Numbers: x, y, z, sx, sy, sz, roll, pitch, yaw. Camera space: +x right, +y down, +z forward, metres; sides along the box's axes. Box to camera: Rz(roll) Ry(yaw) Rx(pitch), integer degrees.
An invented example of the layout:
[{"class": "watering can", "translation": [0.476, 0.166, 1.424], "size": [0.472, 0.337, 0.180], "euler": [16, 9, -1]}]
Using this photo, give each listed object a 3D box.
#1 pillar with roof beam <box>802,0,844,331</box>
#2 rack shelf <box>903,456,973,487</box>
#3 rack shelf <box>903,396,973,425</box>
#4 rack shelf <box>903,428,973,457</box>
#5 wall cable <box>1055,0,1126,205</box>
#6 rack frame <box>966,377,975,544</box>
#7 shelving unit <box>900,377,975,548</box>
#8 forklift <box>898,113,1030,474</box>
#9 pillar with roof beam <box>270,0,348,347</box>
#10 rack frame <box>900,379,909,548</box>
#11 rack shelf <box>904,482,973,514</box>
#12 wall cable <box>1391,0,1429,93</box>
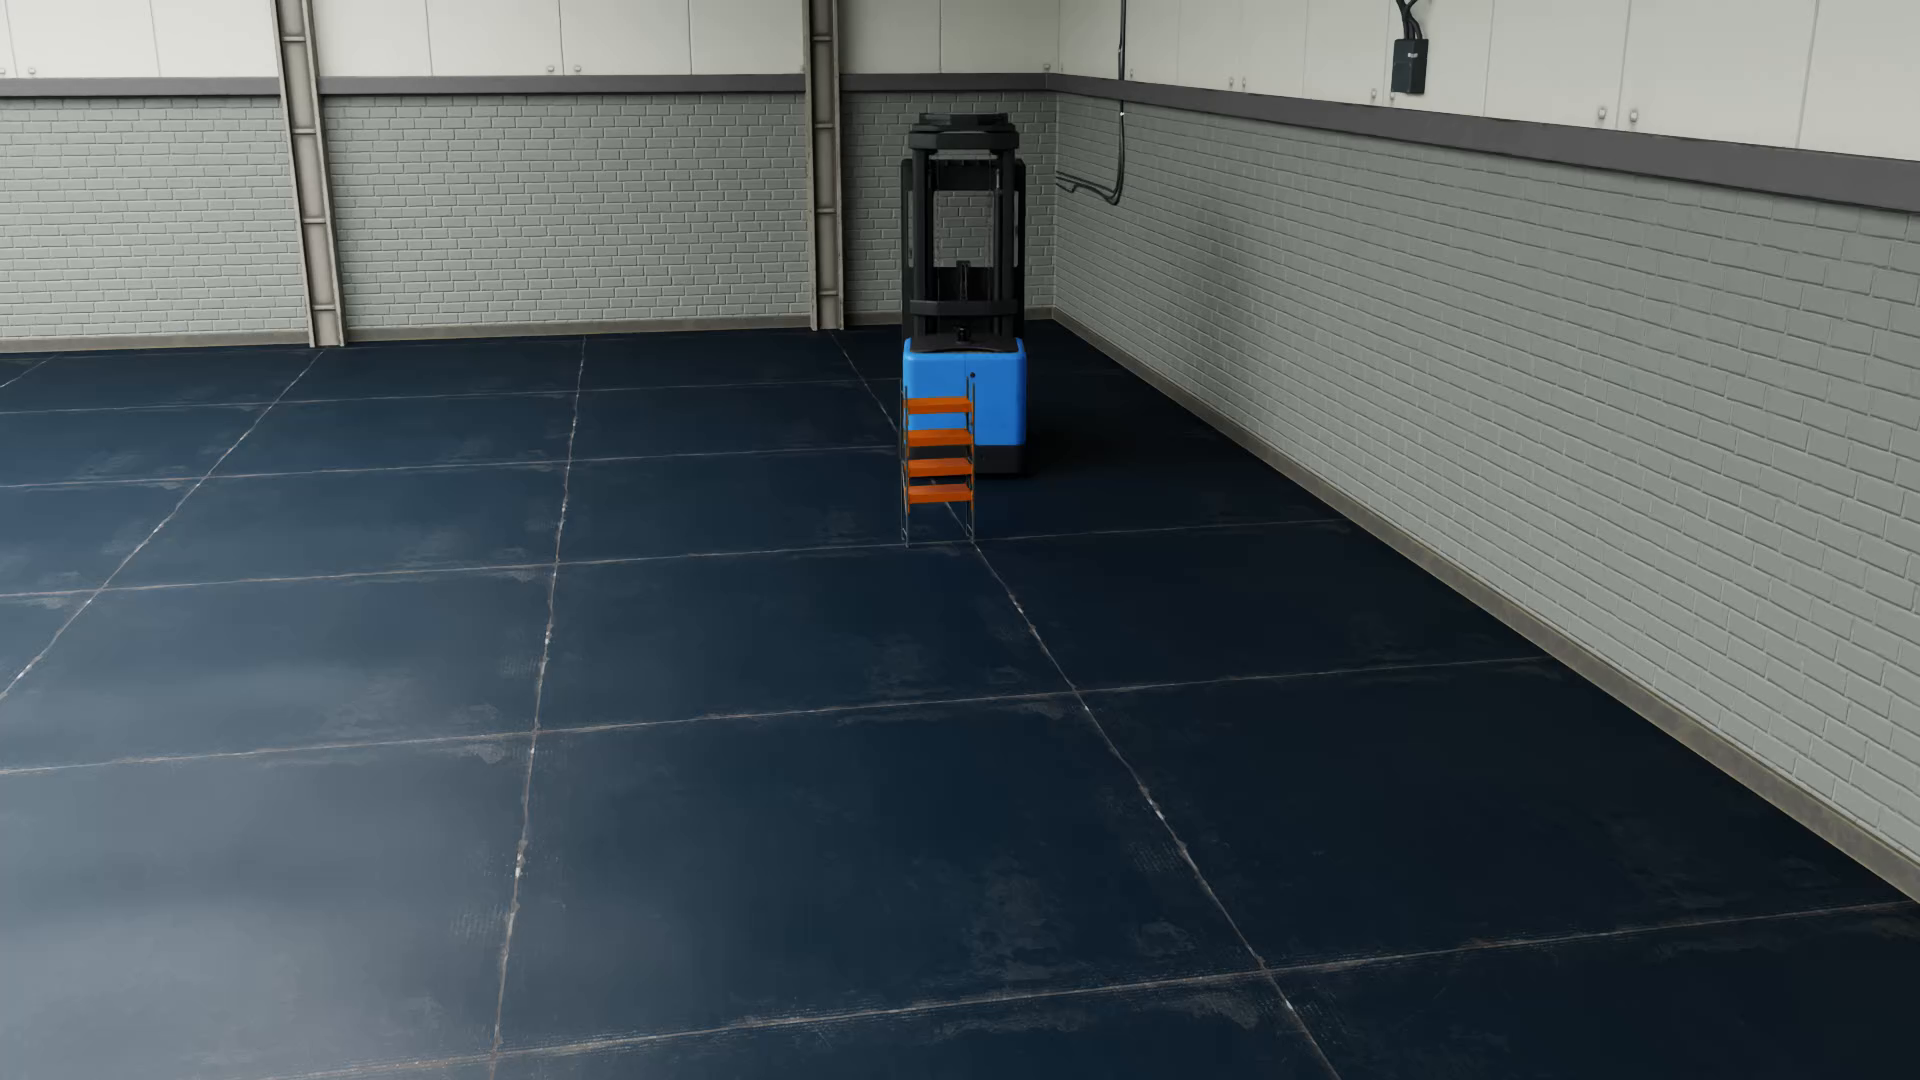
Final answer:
[{"class": "pillar with roof beam", "translation": [-0.863, -5.745, 15.691], "size": [0.400, 9.000, 9.100], "euler": [-3, 17, -10]}, {"class": "rack shelf", "translation": [-0.163, -0.500, 12.125], "size": [0.480, 0.148, 0.258], "euler": [-3, 17, -10]}, {"class": "rack shelf", "translation": [-0.163, -0.940, 11.990], "size": [0.480, 0.148, 0.258], "euler": [-3, 17, -10]}, {"class": "rack shelf", "translation": [-0.163, -0.714, 12.060], "size": [0.480, 0.148, 0.258], "euler": [-3, 17, -10]}, {"class": "wall cable", "translation": [1.464, -5.285, 19.481], "size": [0.112, 2.526, 3.097], "euler": [-3, 17, -10]}, {"class": "rack frame", "translation": [0.077, -0.578, 12.150], "size": [0.015, 1.200, 0.240], "euler": [-3, 17, -10]}, {"class": "shelving unit", "translation": [-0.163, -0.564, 12.106], "size": [0.503, 1.200, 0.258], "euler": [-3, 17, -10]}, {"class": "forklift", "translation": [0.024, -2.330, 14.906], "size": [1.130, 2.935, 3.031], "euler": [0, 17, -1]}, {"class": "pillar with roof beam", "translation": [-6.754, -5.411, 14.603], "size": [0.400, 9.000, 9.100], "euler": [-3, 17, -10]}, {"class": "rack frame", "translation": [-0.402, -0.551, 12.061], "size": [0.015, 1.200, 0.240], "euler": [-3, 17, -10]}, {"class": "rack shelf", "translation": [-0.163, -0.310, 12.184], "size": [0.480, 0.148, 0.258], "euler": [-3, 17, -10]}, {"class": "wall cable", "translation": [3.249, -5.657, 9.612], "size": [0.169, 6.003, 2.305], "euler": [-3, 17, -10]}]
